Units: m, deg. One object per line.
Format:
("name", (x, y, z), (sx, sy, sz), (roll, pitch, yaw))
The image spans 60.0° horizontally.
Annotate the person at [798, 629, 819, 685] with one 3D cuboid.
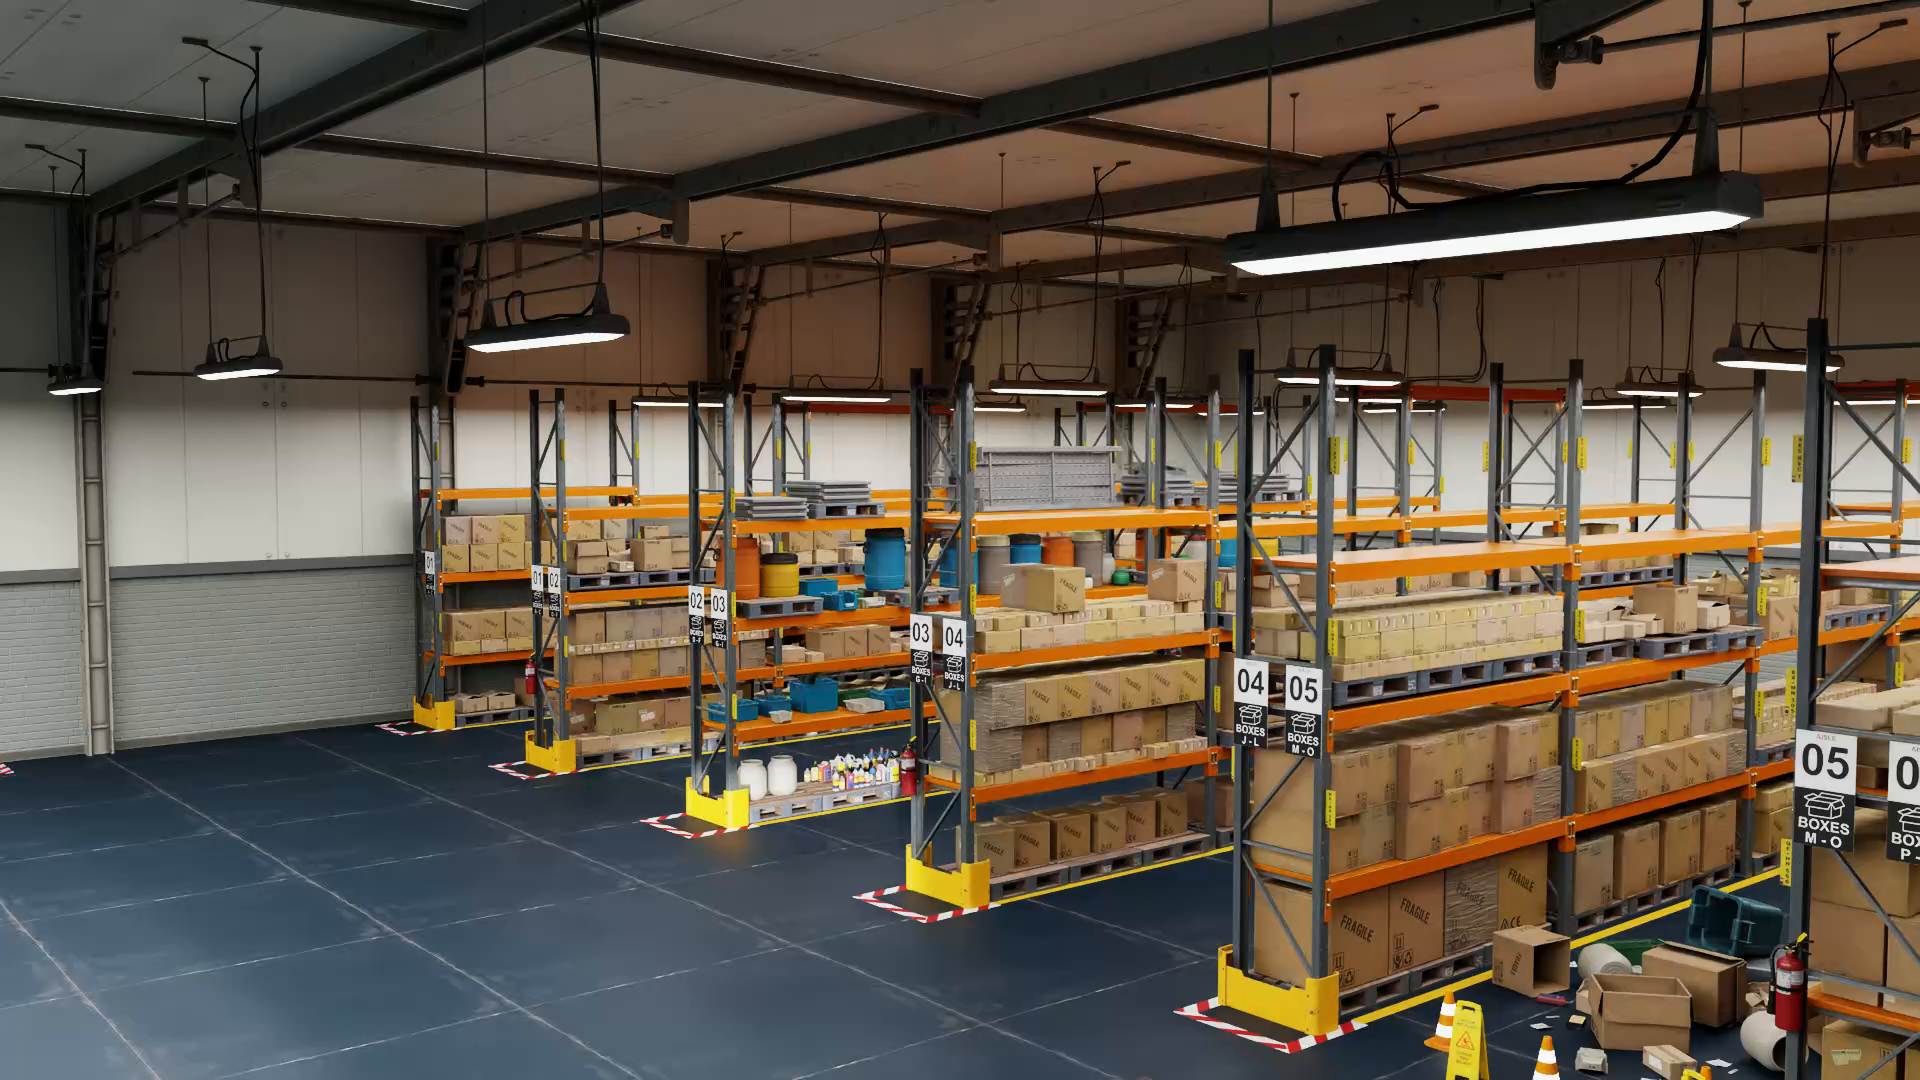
("person", (-2.850, 2.497, 31.741), (0.575, 1.613, 0.562), (3, 5, 42))
